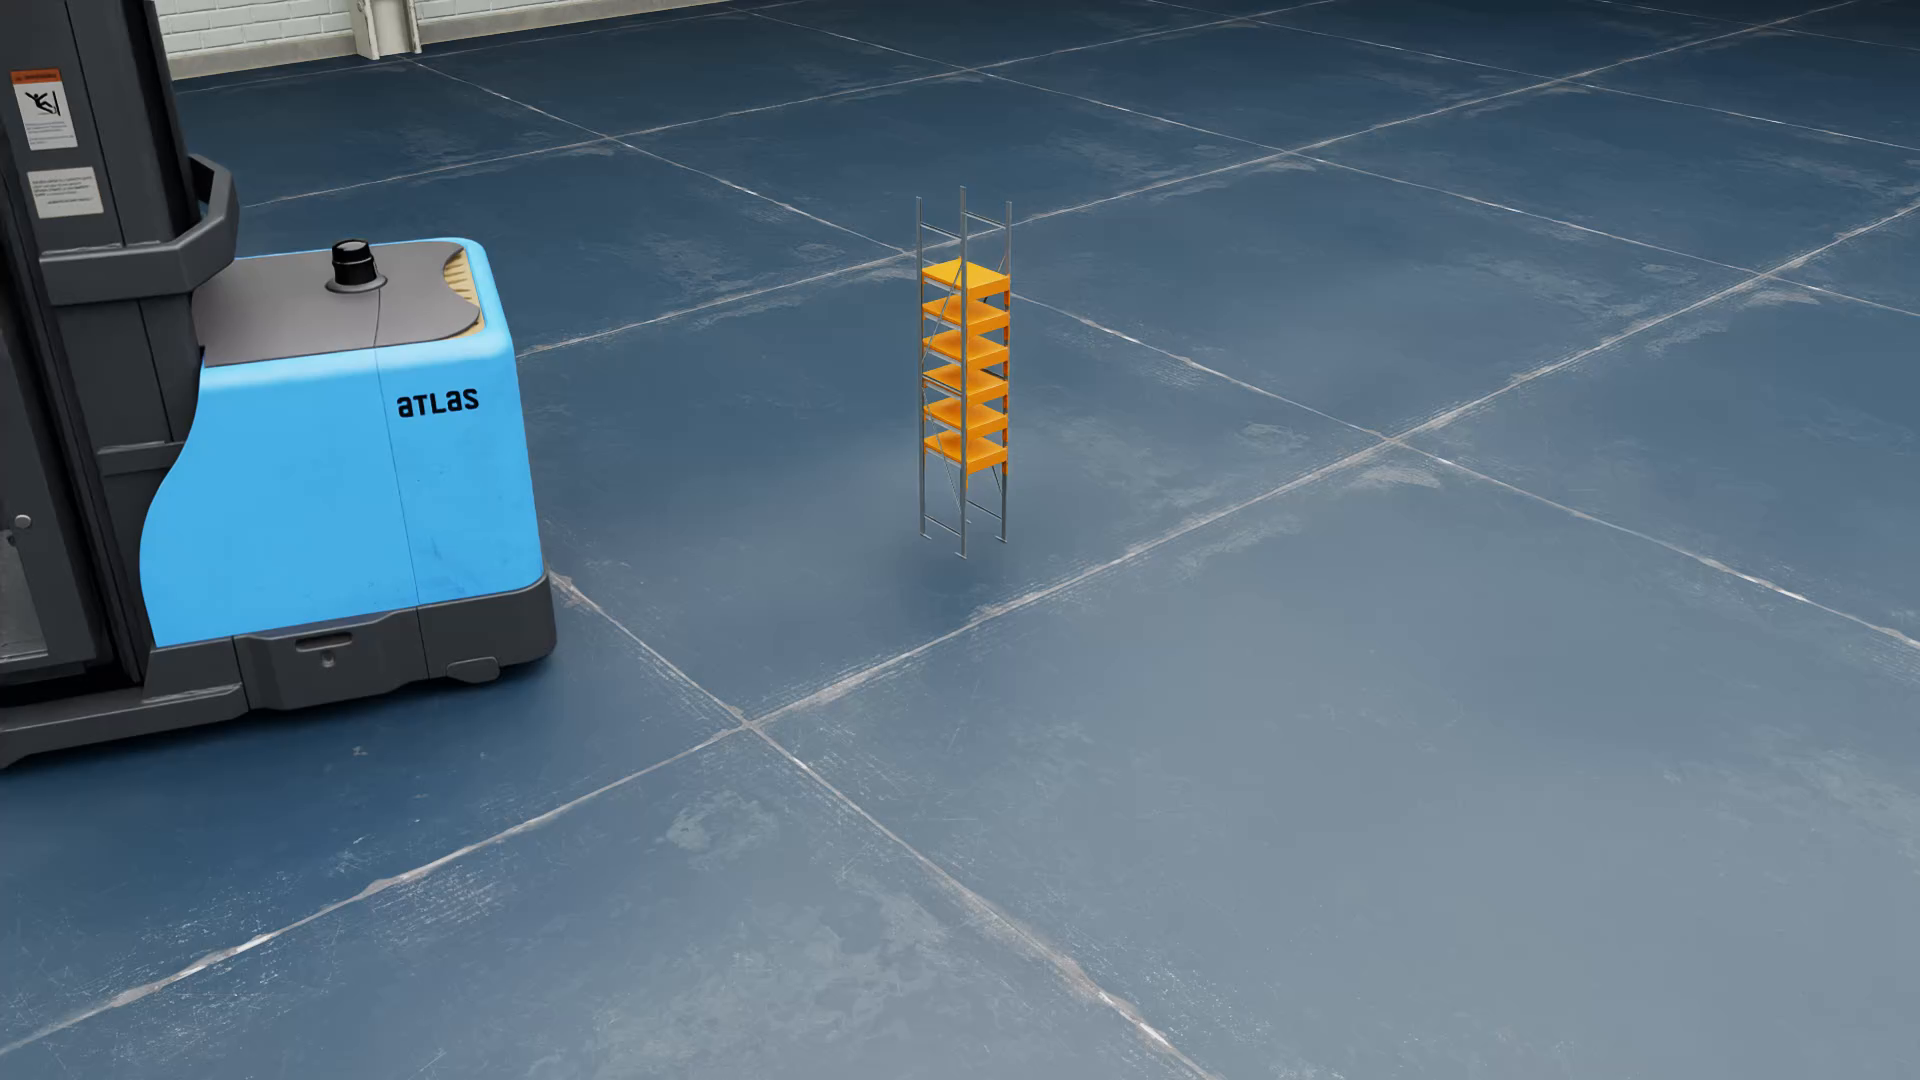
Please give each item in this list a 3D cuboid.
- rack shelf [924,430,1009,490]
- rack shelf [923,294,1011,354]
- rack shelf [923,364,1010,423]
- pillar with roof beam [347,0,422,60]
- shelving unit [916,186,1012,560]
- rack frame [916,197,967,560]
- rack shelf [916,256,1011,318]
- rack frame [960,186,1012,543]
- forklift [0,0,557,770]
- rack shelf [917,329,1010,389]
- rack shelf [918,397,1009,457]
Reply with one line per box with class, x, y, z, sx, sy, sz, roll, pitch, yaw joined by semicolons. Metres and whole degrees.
rack shelf;0.011;-0.283;5.610;0.180;0.103;0.258;-22;35;-35
rack shelf;0.011;-0.706;5.383;0.180;0.103;0.258;-22;35;-35
rack shelf;0.011;-0.494;5.496;0.180;0.103;0.258;-22;35;-35
pillar with roof beam;-1.575;-6.154;7.719;0.400;9.000;9.100;-22;35;-35
shelving unit;0.011;-0.534;5.475;0.189;1.200;0.258;-22;35;-35
rack frame;-0.059;-0.506;5.423;0.006;1.200;0.240;-22;35;-35
rack shelf;0.011;-0.812;5.327;0.180;0.103;0.258;-22;35;-35
rack frame;0.081;-0.562;5.528;0.006;1.200;0.240;-22;35;-35
forklift;-2.789;-0.882;4.290;3.031;2.935;1.130;-9;30;-17
rack shelf;0.011;-0.600;5.440;0.180;0.103;0.258;-22;35;-35
rack shelf;0.011;-0.389;5.553;0.180;0.103;0.258;-22;35;-35
